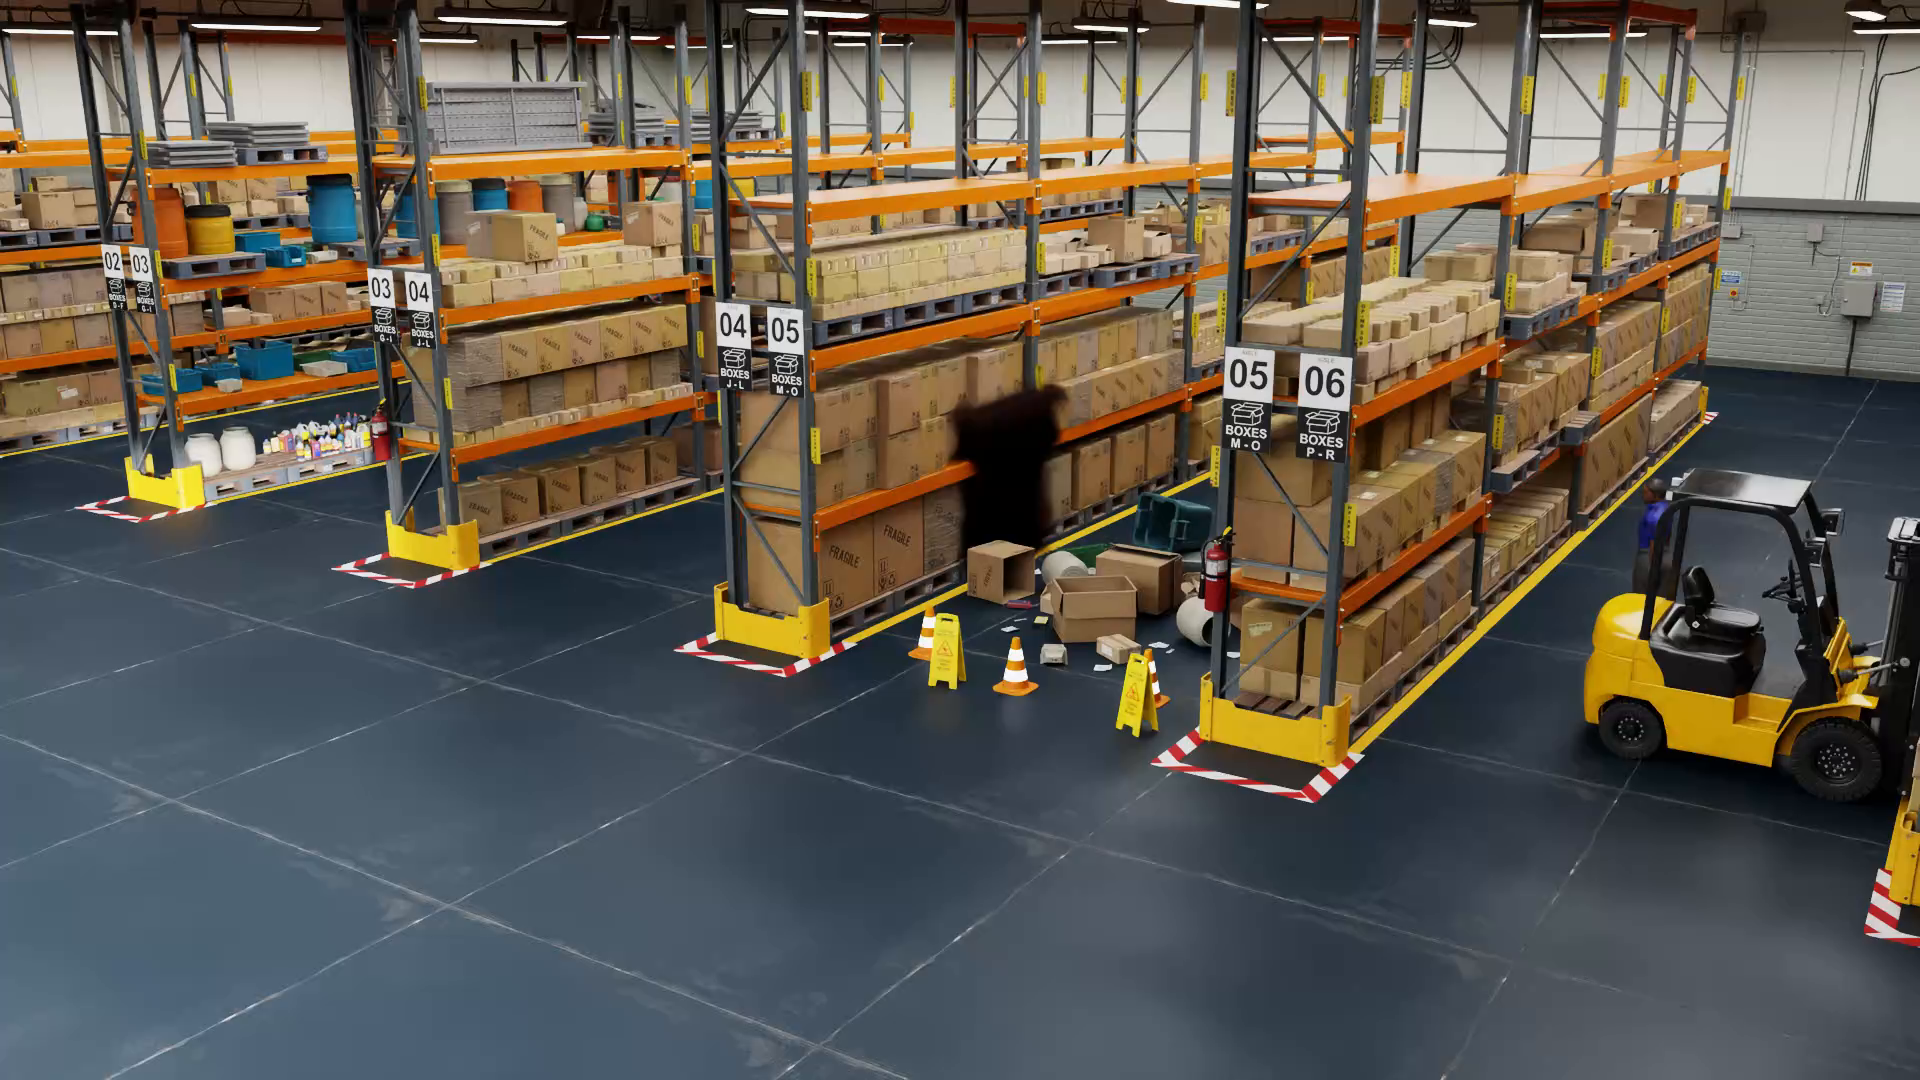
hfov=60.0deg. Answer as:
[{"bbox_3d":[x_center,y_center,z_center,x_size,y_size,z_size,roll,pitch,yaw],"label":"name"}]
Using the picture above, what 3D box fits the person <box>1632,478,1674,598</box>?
[{"bbox_3d":[6.389,0.246,15.279,0.463,1.664,0.416,-8,17,-26],"label":"person"}]
